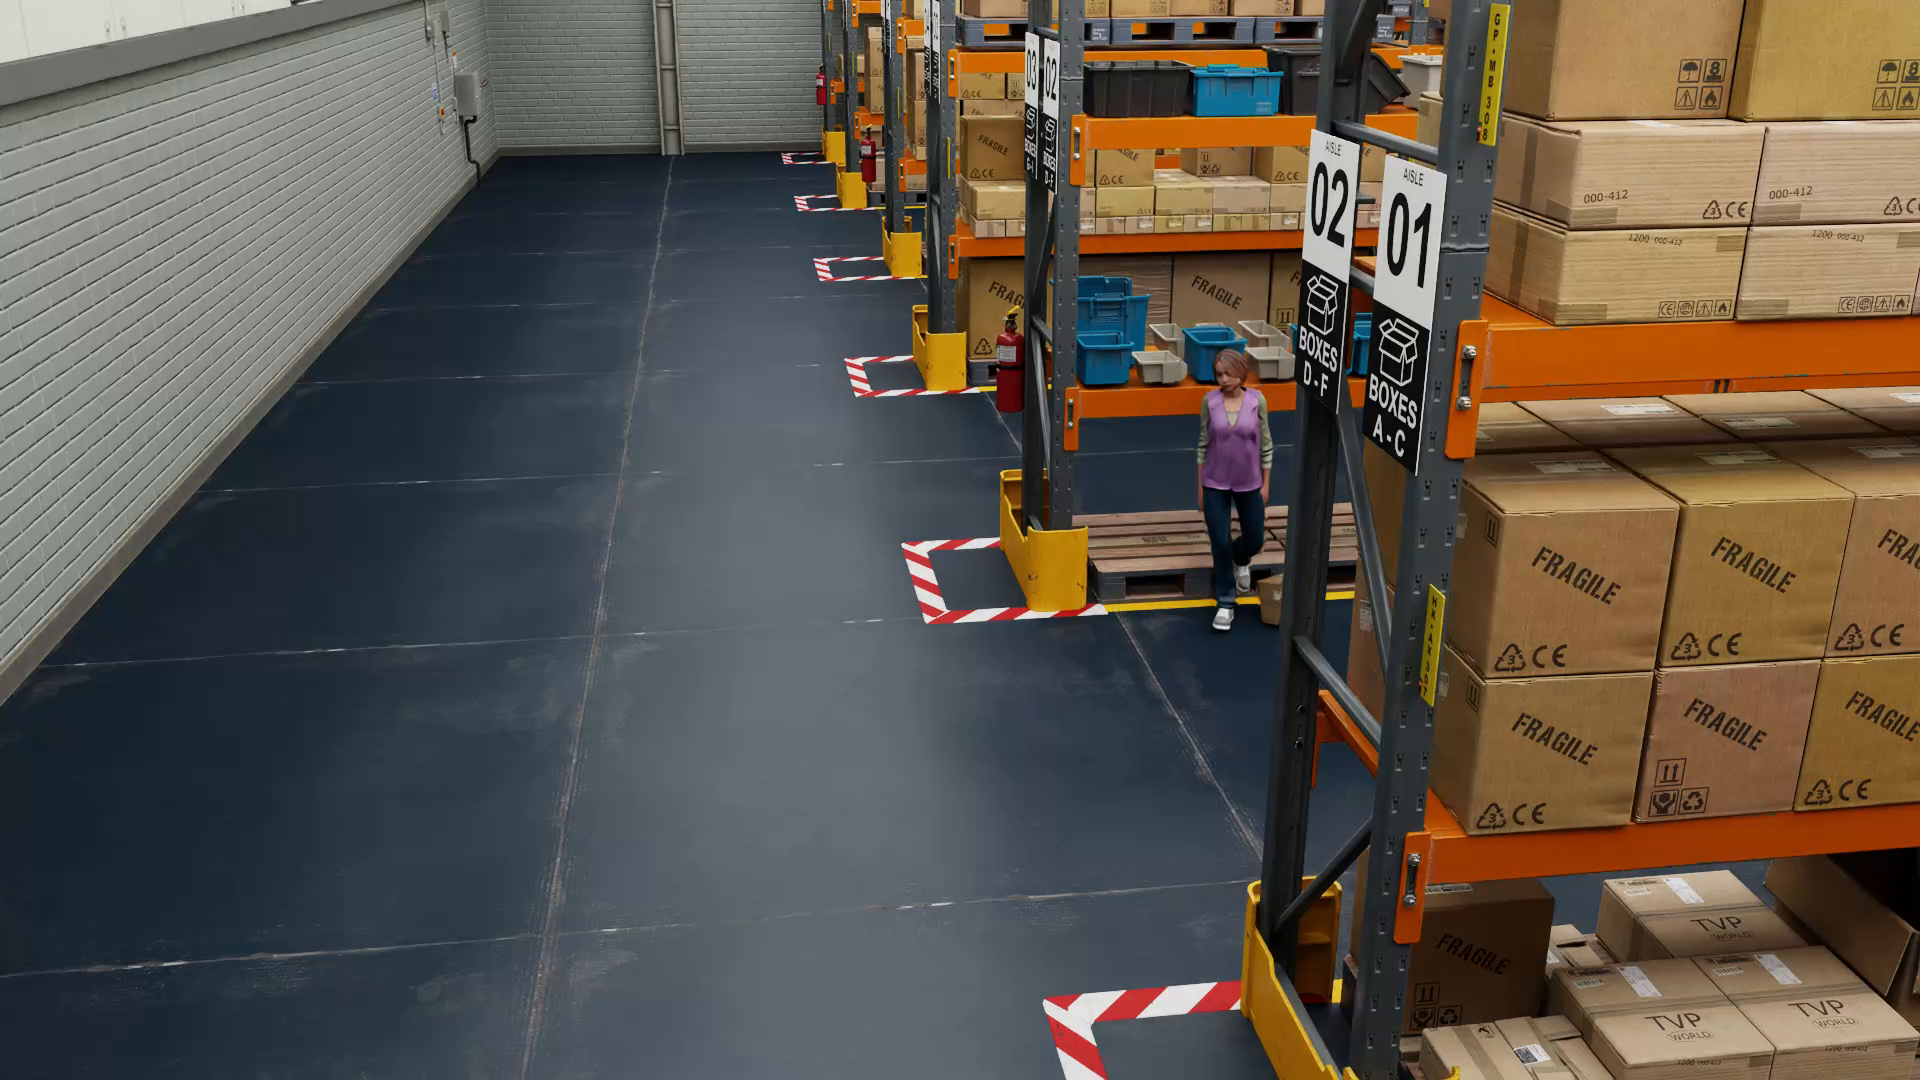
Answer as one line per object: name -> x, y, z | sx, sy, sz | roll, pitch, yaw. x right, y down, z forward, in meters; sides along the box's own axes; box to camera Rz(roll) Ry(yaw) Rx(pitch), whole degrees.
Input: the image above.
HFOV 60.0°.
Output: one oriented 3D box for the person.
person -> 1.546, -0.317, 9.419 | 0.425, 1.572, 0.638 | 3, 21, 8
